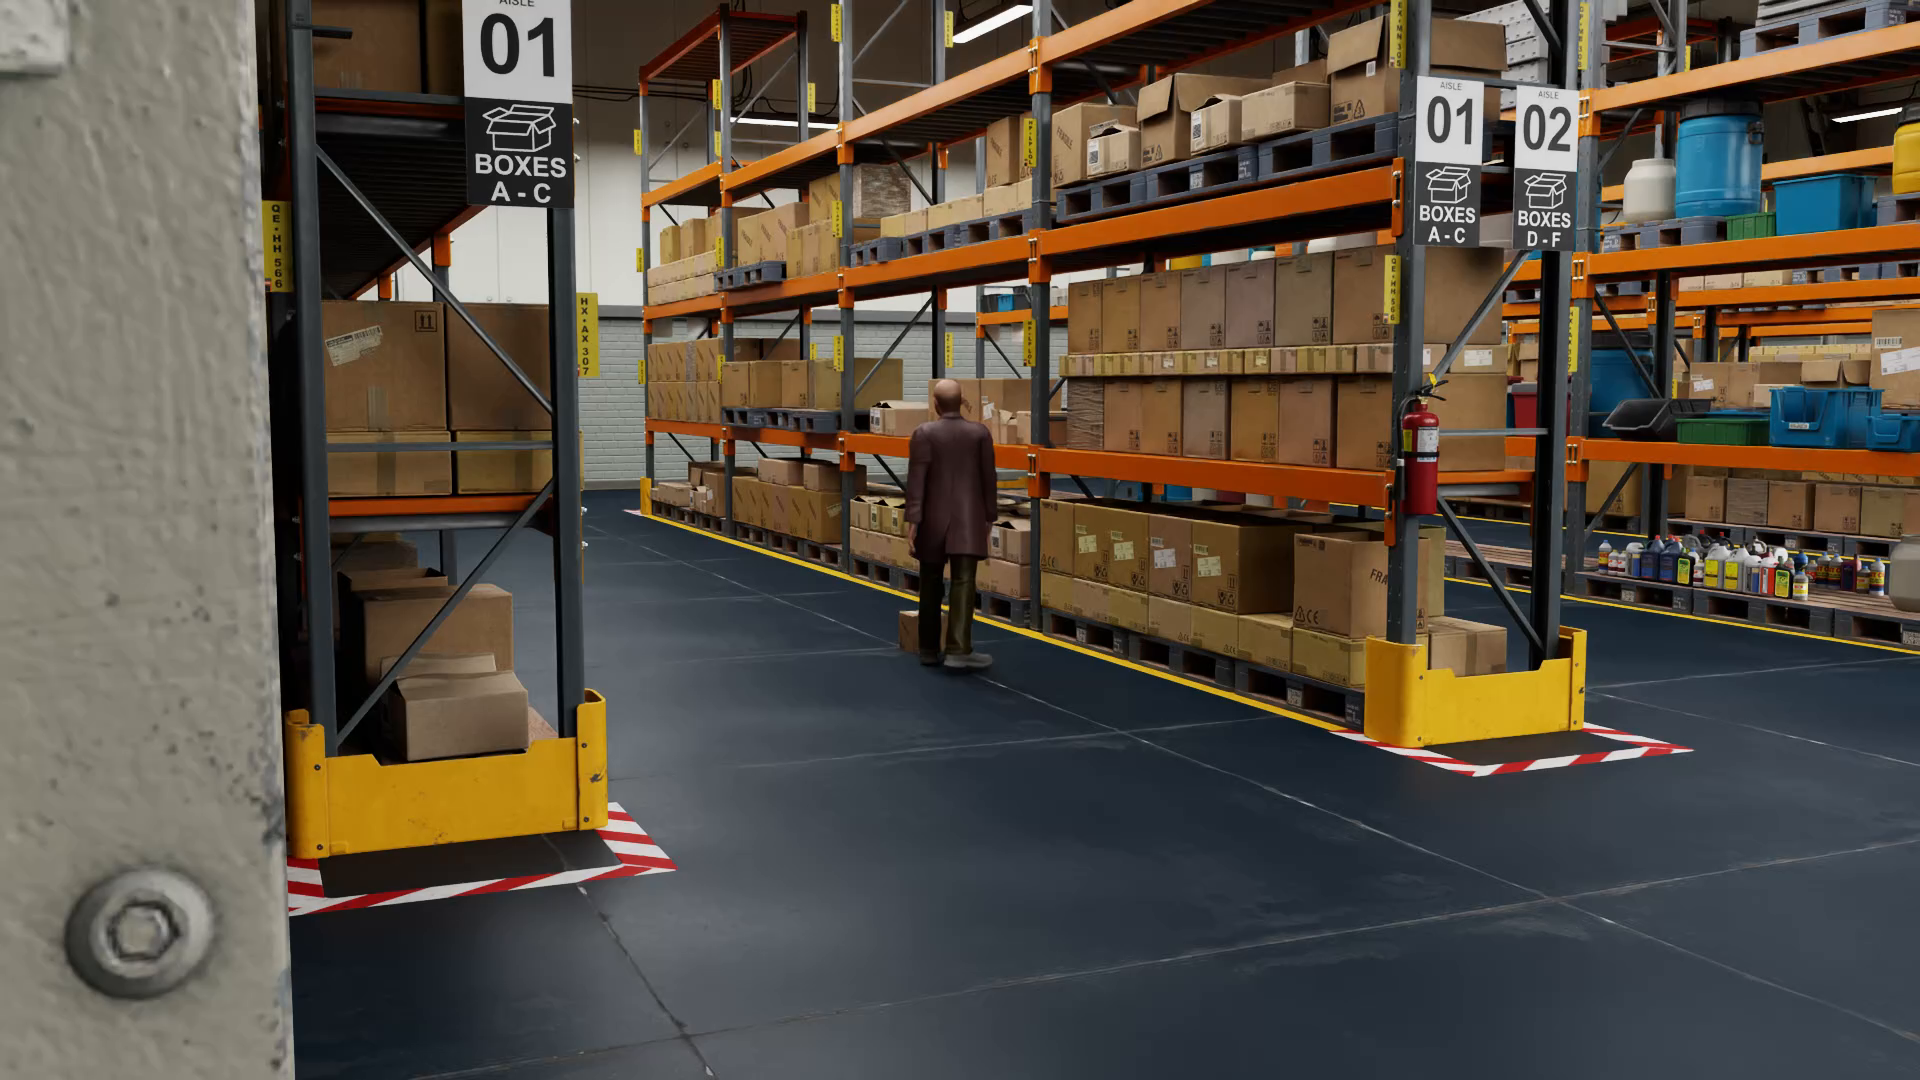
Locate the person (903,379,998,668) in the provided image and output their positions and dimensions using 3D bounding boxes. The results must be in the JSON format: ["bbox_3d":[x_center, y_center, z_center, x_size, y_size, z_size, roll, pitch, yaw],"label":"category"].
[{"bbox_3d":[-0.055,-0.108,10.296,0.586,1.771,0.732,0,5,-1],"label":"person"}]
